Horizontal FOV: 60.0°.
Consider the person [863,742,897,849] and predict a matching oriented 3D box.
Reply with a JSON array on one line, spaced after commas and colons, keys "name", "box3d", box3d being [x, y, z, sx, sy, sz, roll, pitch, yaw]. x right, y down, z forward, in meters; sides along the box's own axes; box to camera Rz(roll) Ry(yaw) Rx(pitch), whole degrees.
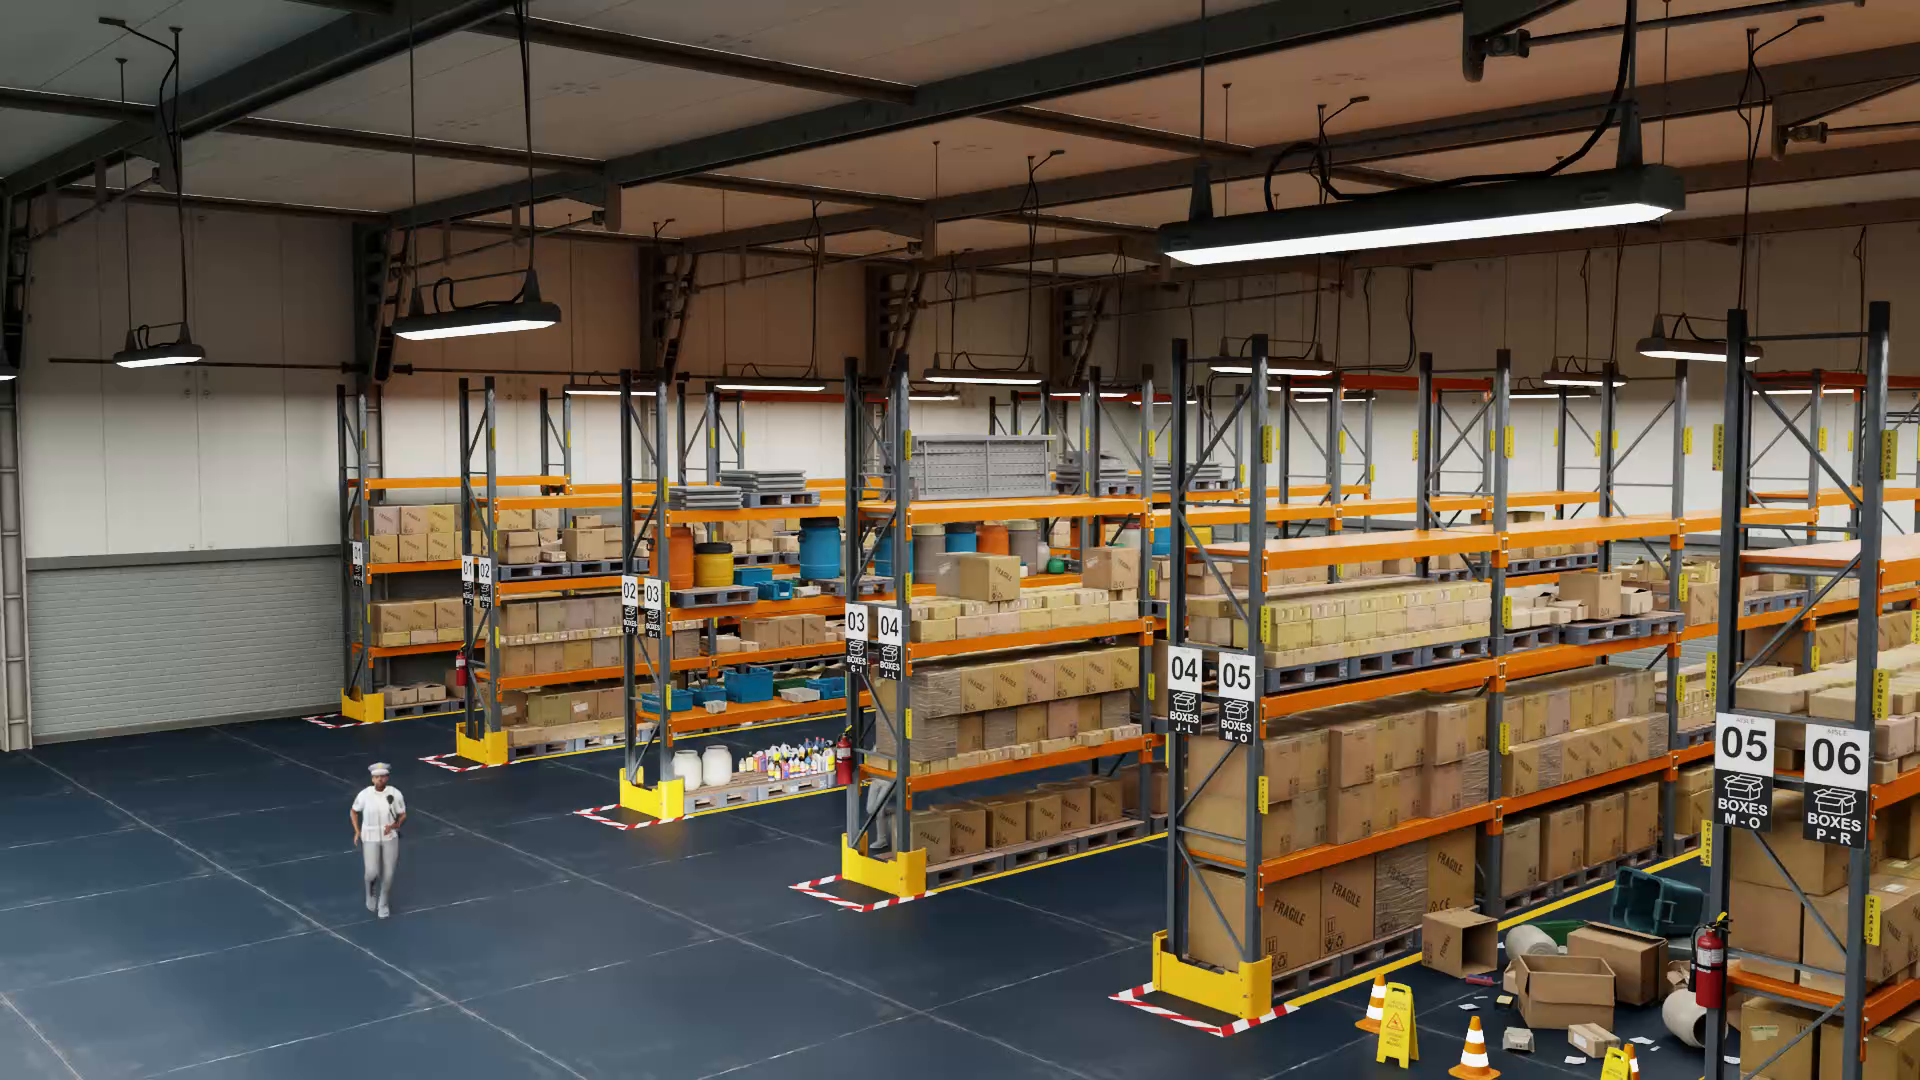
[{"name": "person", "box3d": [-0.909, 2.983, 20.654, 0.606, 1.642, 0.578, 3, 5, 42]}]

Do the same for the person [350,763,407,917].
[{"name": "person", "box3d": [-6.133, 3.181, 17.570, 0.561, 1.656, 0.570, -1, 4, -21]}]
